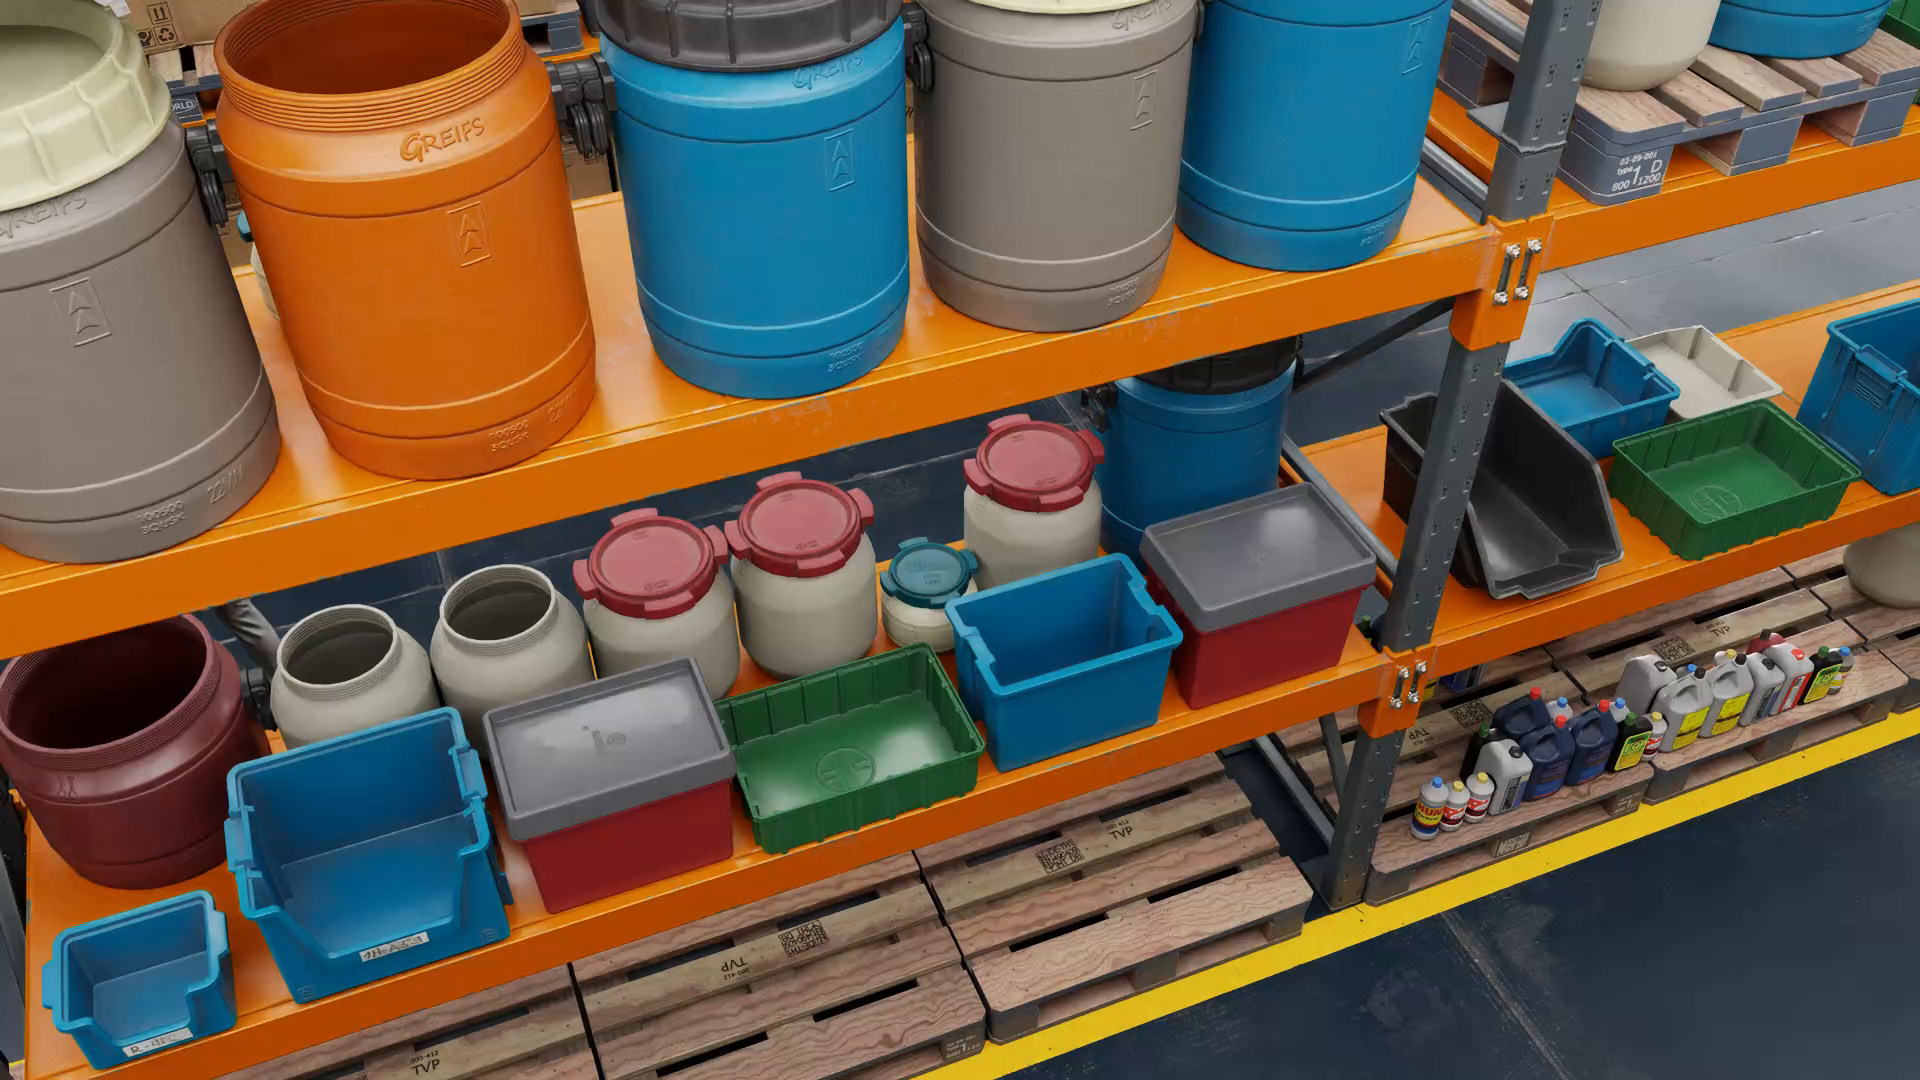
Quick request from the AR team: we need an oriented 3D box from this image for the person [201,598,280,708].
[{"bbox_3d":[-2.932,0.026,6.126,0.694,1.735,0.486,10,43,11],"label":"person"}]
